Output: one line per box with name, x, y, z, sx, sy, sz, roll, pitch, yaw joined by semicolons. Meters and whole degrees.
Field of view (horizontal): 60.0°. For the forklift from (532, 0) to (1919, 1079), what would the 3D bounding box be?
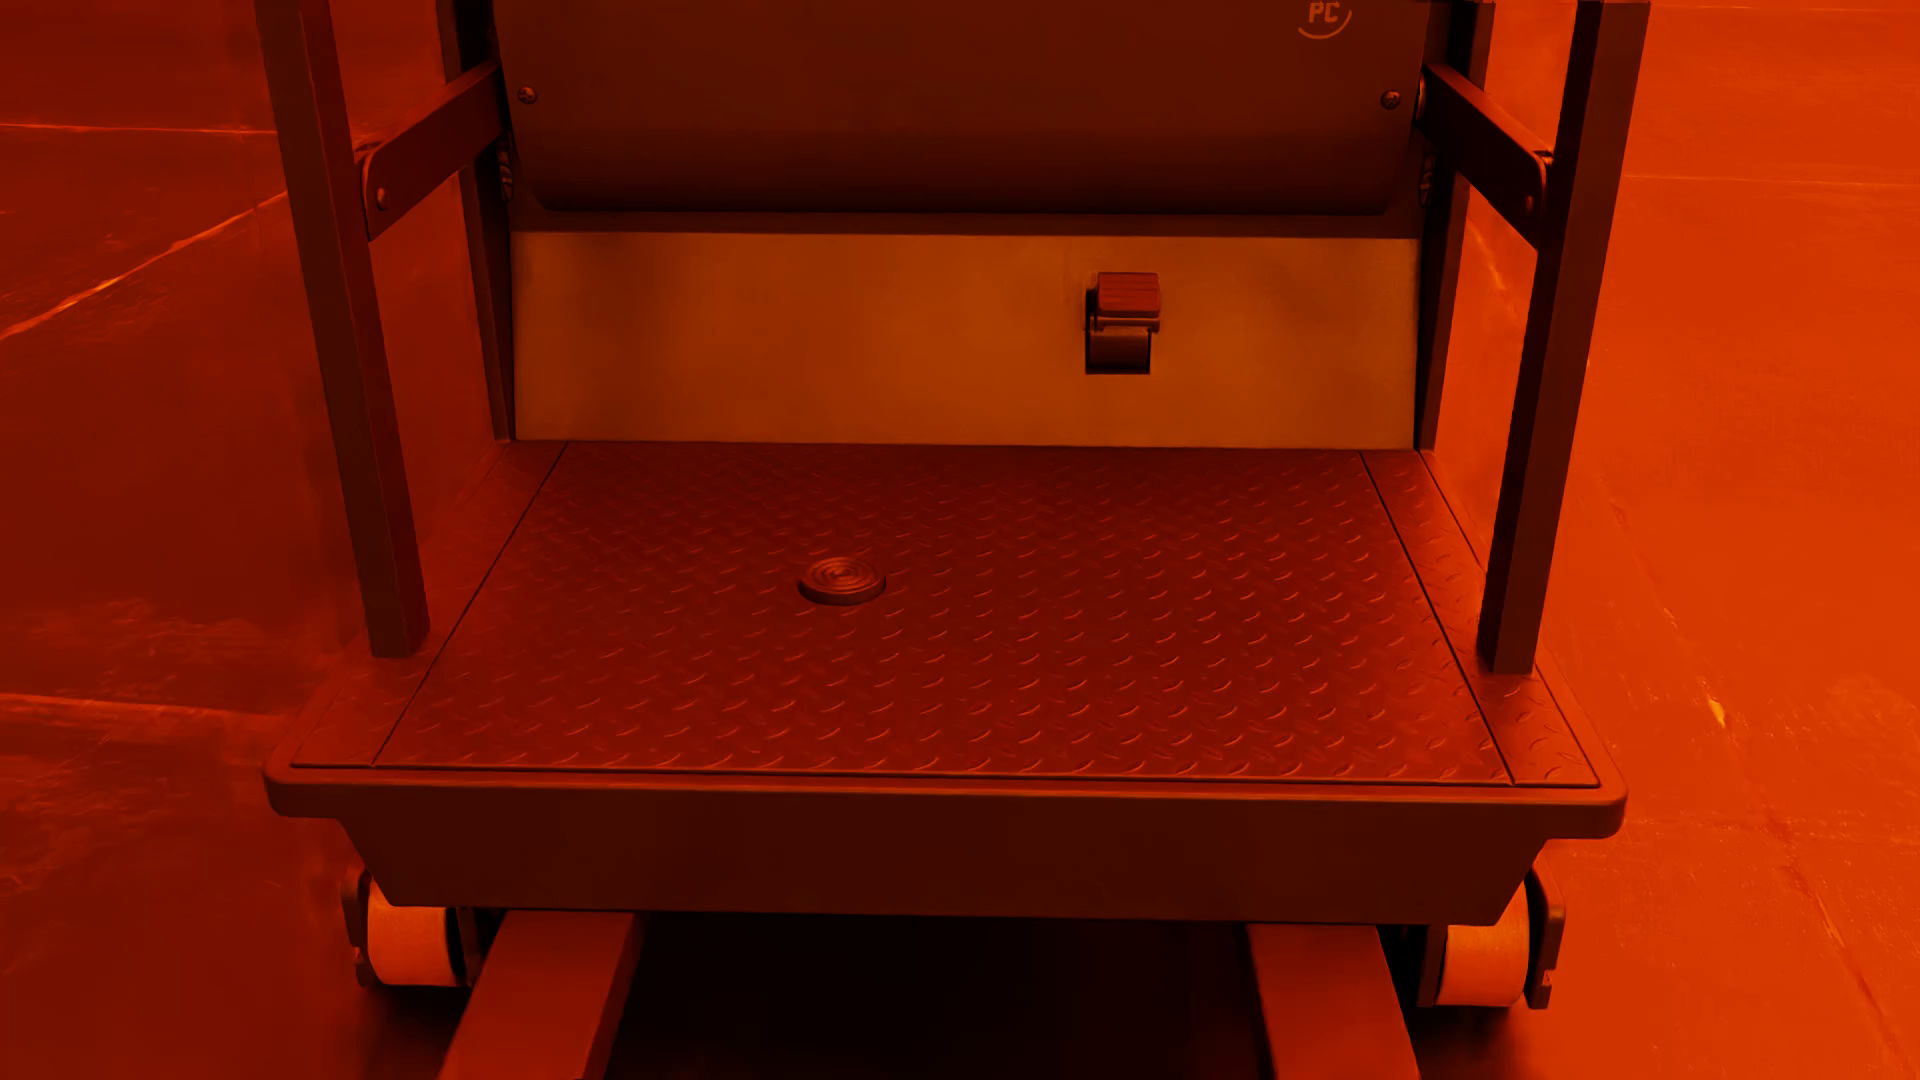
forklift;0.153;-1.049;1.319;1.130;2.935;3.031;-7;27;-13
